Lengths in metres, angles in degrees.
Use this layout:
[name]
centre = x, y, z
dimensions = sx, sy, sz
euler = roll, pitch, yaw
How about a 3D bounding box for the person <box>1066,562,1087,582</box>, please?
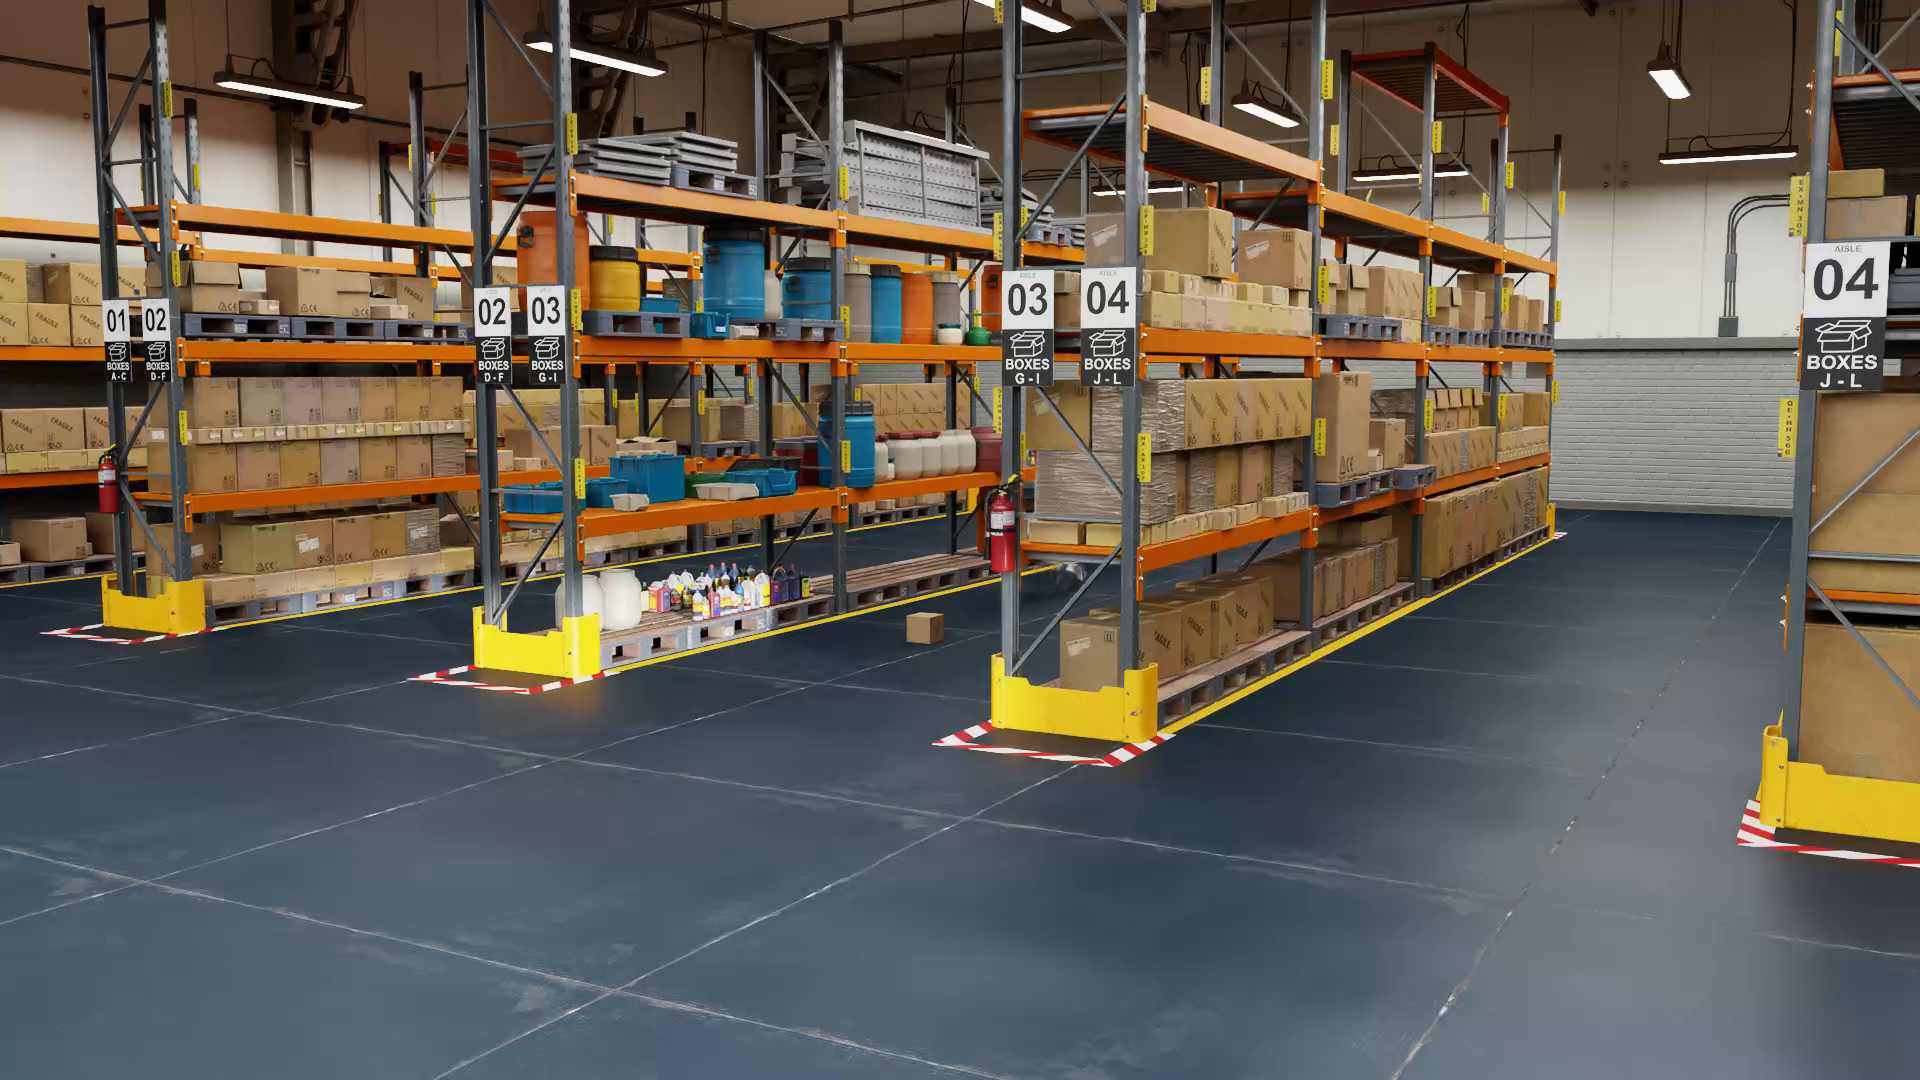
[person]
centre = 1.380, -0.350, 19.478
dimensions = 0.561, 1.735, 1.049
euler = 3, 6, 23
